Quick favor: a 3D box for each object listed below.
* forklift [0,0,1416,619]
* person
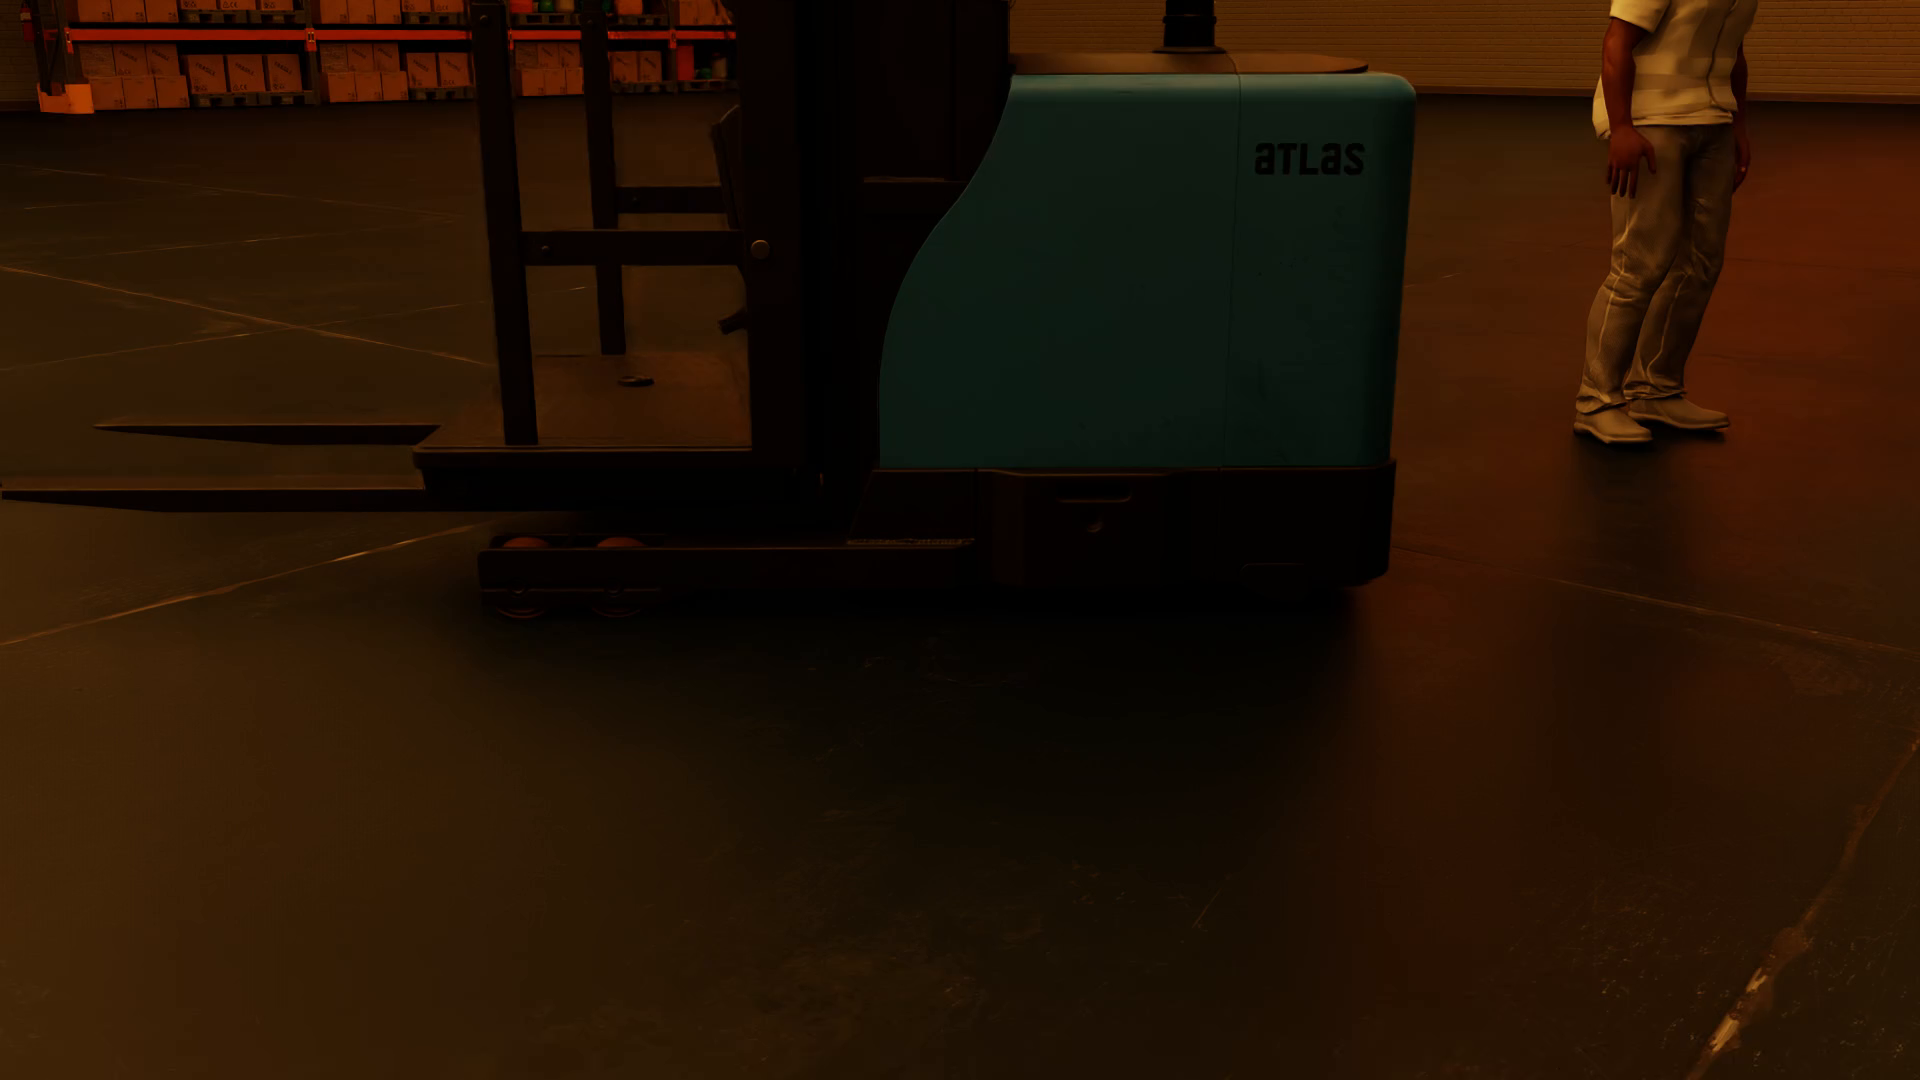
[{"bbox_3d":[-0.621,-1.395,3.492,3.031,2.935,1.130,0,17,-1],"label":"forklift"},{"bbox_3d":[2.083,-1.175,4.791,0.628,1.759,0.462,-11,20,-32],"label":"person"}]
